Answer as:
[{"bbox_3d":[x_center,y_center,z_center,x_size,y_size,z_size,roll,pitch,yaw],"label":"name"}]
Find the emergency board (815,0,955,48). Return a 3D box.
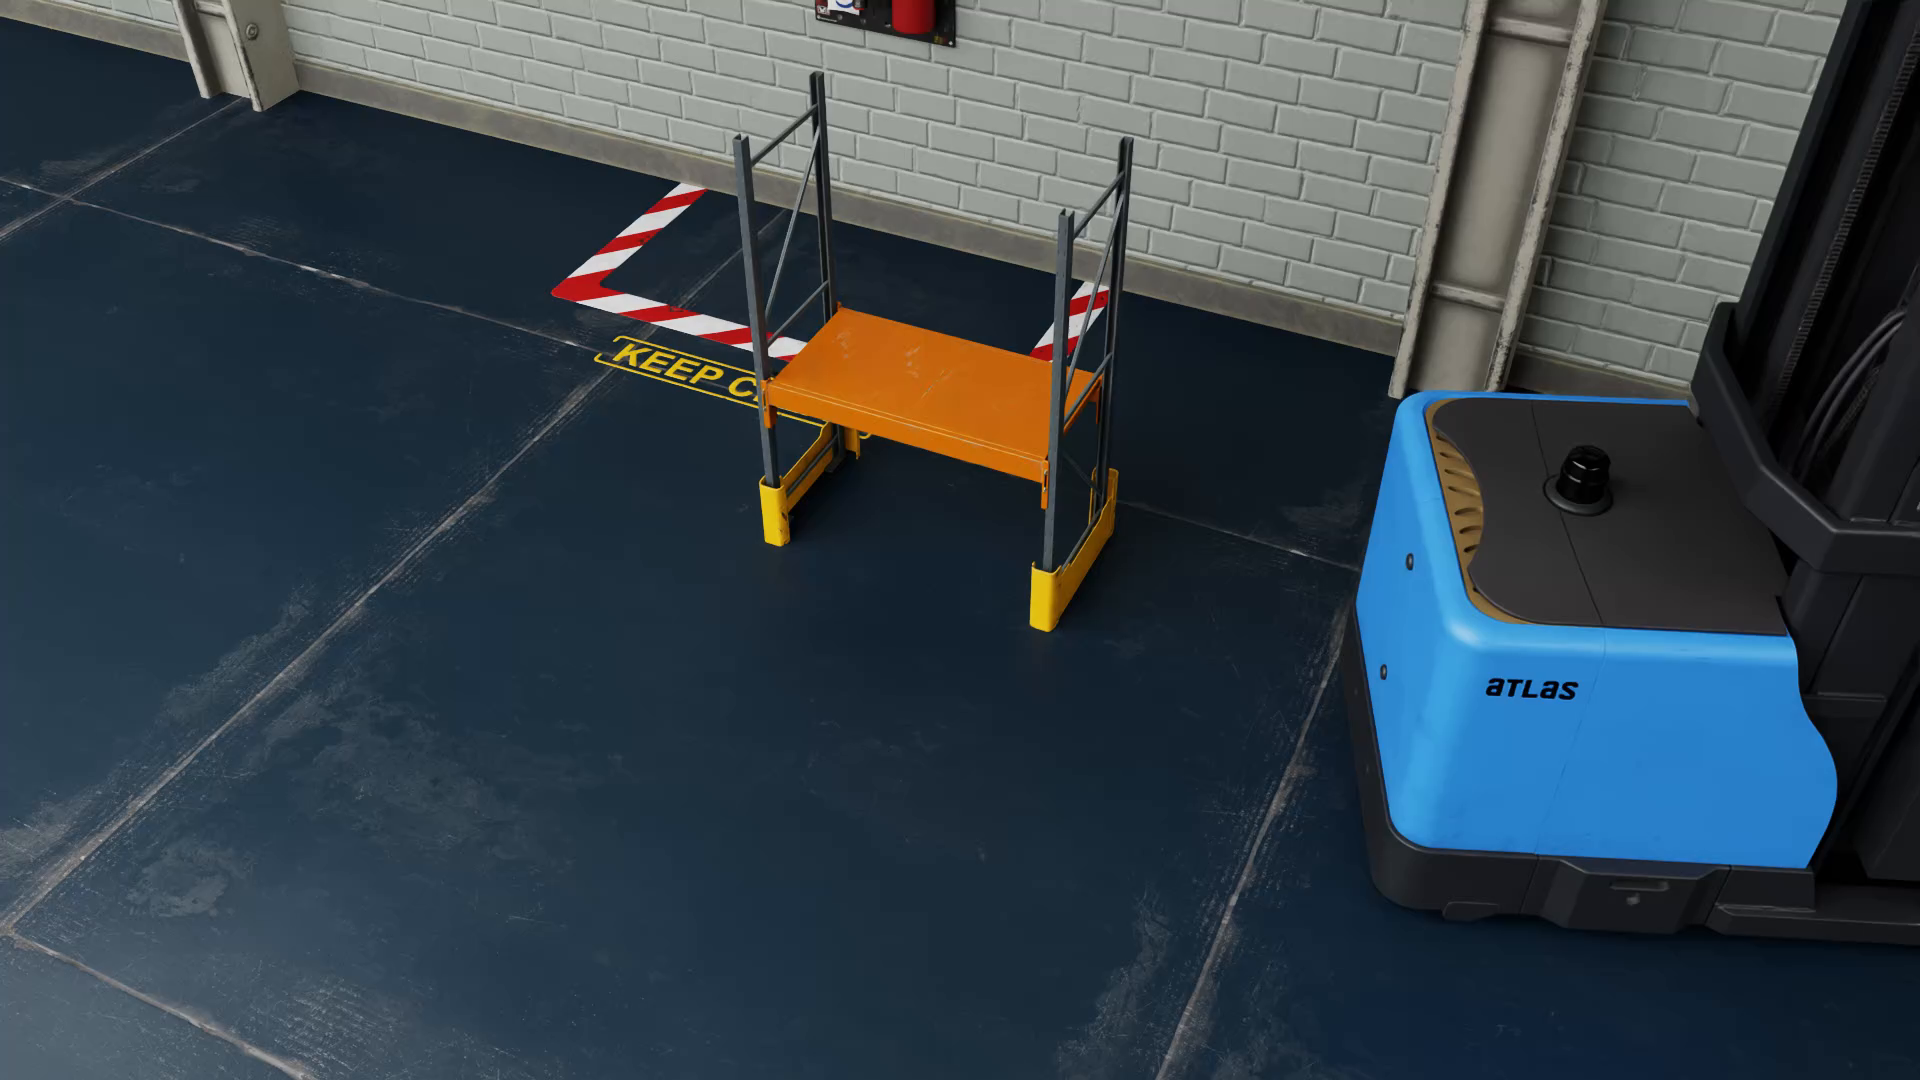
[{"bbox_3d":[-0.336,-2.431,6.264,0.643,1.169,0.194,17,44,19],"label":"emergency board"}]

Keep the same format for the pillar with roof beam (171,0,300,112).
[{"bbox_3d":[-5.370,-3.097,2.453,0.400,9.000,9.100,17,44,19],"label":"pillar with roof beam"}]

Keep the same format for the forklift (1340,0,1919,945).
[{"bbox_3d":[2.672,-0.337,3.900,3.031,2.935,1.130,3,41,3],"label":"forklift"}]

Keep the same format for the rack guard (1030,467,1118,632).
[{"bbox_3d":[0.382,0.022,5.533,0.087,0.250,0.587,17,44,19],"label":"rack guard"}]

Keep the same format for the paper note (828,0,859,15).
[{"bbox_3d":[-0.467,-2.188,6.657,0.142,0.148,0.016,17,44,19],"label":"paper note"}]

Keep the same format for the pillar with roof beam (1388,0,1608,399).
[{"bbox_3d":[0.067,-1.436,0.536,0.400,9.000,9.100,17,44,19],"label":"pillar with roof beam"}]

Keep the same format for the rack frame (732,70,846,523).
[{"bbox_3d":[-0.538,-0.731,5.448,0.032,1.500,0.500,17,44,19],"label":"rack frame"}]

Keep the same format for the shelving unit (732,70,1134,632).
[{"bbox_3d":[-0.069,-0.588,5.283,1.083,1.500,0.587,17,44,19],"label":"shelving unit"}]

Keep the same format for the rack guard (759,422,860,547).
[{"bbox_3d":[-0.520,-0.253,5.852,0.087,0.250,0.587,17,44,19],"label":"rack guard"}]

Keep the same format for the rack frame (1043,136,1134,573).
[{"bbox_3d":[0.383,-0.450,5.124,0.032,1.500,0.500,17,44,19],"label":"rack frame"}]

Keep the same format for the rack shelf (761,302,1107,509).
[{"bbox_3d":[-0.077,-0.454,5.404,1.000,0.185,0.538,17,44,19],"label":"rack shelf"}]
